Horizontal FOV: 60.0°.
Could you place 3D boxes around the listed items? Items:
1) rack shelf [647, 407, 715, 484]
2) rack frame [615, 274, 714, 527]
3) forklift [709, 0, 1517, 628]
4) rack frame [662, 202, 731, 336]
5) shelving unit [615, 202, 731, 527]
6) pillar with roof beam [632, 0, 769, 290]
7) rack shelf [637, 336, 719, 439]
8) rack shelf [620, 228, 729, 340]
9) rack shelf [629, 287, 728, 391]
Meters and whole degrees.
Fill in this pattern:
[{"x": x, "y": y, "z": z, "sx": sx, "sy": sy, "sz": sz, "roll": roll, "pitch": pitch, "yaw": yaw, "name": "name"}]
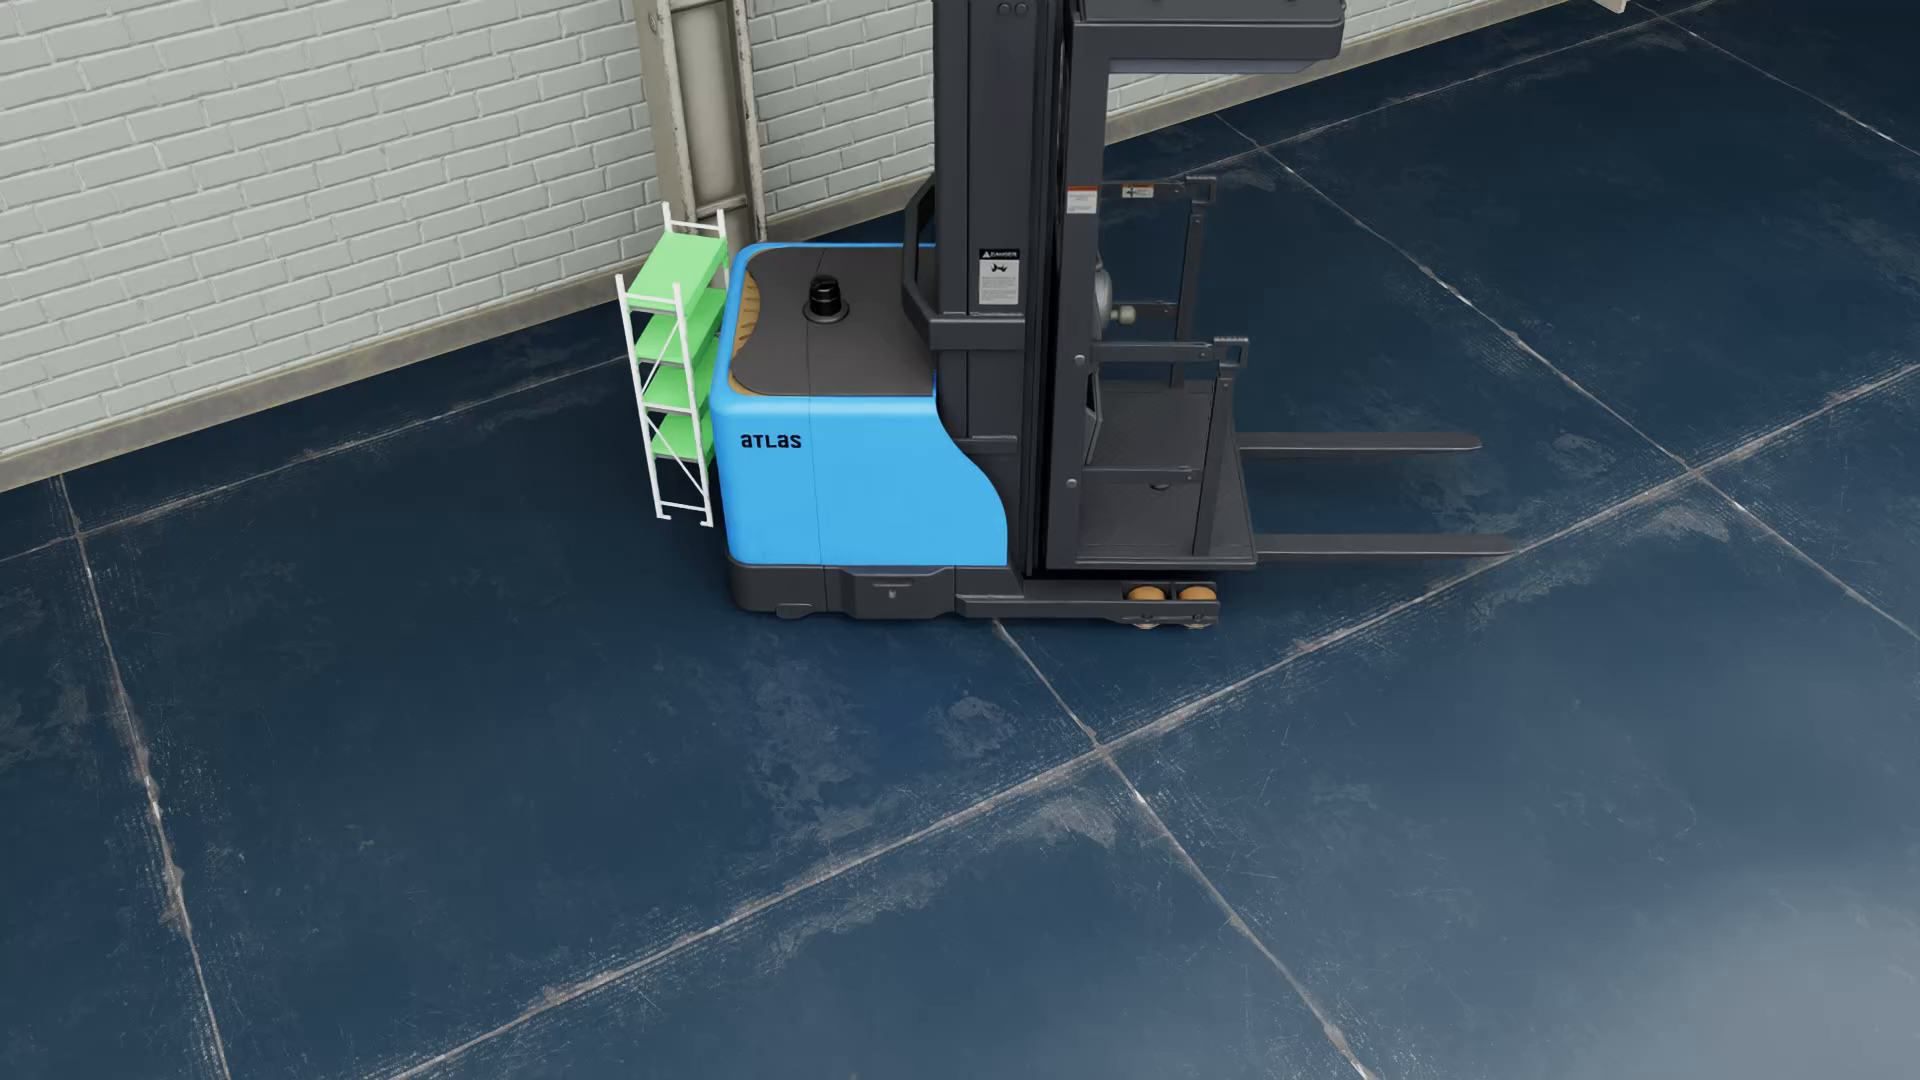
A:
[{"x": -1.073, "y": -0.456, "z": 6.795, "sx": 0.258, "sy": 0.148, "sz": 0.480, "roll": 9, "pitch": 45, "yaw": 9, "name": "rack shelf"}, {"x": -1.127, "y": -0.509, "z": 6.412, "sx": 0.240, "sy": 1.200, "sz": 0.015, "roll": 9, "pitch": 45, "yaw": 9, "name": "rack frame"}, {"x": 0.630, "y": -1.087, "z": 5.766, "sx": 3.031, "sy": 2.935, "sz": 1.130, "roll": 0, "pitch": 44, "yaw": 0, "name": "forklift"}, {"x": -1.019, "y": -0.840, "z": 6.754, "sx": 0.240, "sy": 1.200, "sz": 0.015, "roll": 9, "pitch": 45, "yaw": 9, "name": "rack frame"}, {"x": -1.073, "y": -0.674, "z": 6.583, "sx": 0.258, "sy": 1.200, "sz": 0.503, "roll": 9, "pitch": 45, "yaw": 9, "name": "shelving unit"}, {"x": 0.998, "y": -1.881, "z": 2.227, "sx": 0.400, "sy": 9.000, "sz": 9.100, "roll": -22, "pitch": 48, "yaw": -21, "name": "pillar with roof beam"}, {"x": -1.073, "y": -0.628, "z": 6.628, "sx": 0.258, "sy": 0.148, "sz": 0.480, "roll": 9, "pitch": 45, "yaw": 9, "name": "rack shelf"}, {"x": -1.073, "y": -0.973, "z": 6.294, "sx": 0.258, "sy": 0.148, "sz": 0.480, "roll": 9, "pitch": 45, "yaw": 9, "name": "rack shelf"}, {"x": -1.073, "y": -0.801, "z": 6.461, "sx": 0.258, "sy": 0.148, "sz": 0.480, "roll": 9, "pitch": 45, "yaw": 9, "name": "rack shelf"}]
